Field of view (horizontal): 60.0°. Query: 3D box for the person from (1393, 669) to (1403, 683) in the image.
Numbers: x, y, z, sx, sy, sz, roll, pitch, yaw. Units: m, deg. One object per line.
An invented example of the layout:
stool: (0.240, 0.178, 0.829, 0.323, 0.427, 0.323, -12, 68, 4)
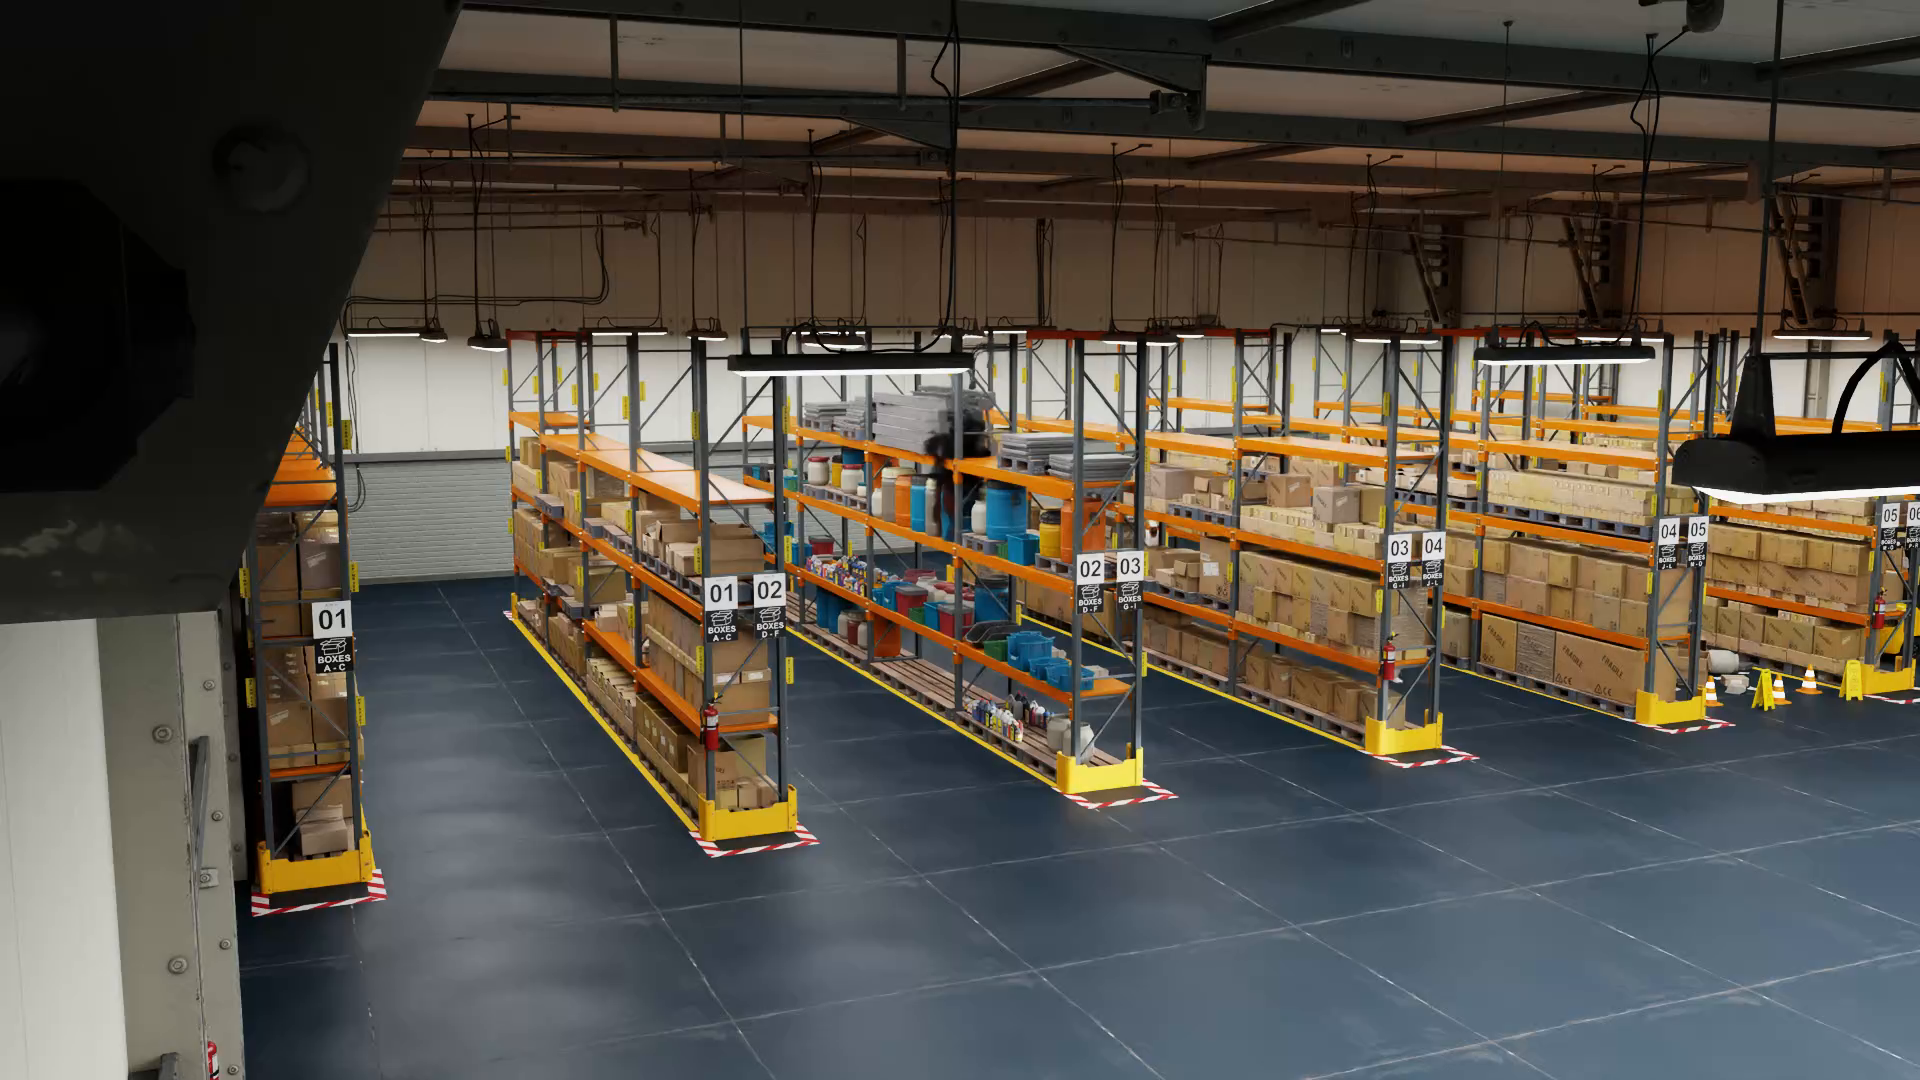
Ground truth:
person: (7.623, 1.653, 28.597, 0.572, 1.633, 0.578, -6, 10, -36)

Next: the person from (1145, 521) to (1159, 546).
person: (4.260, 0.379, 37.796, 0.698, 1.695, 0.859, -4, 9, -30)

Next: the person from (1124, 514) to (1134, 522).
person: (3.897, 0.235, 38.548, 0.684, 1.755, 0.719, -3, 8, -20)
